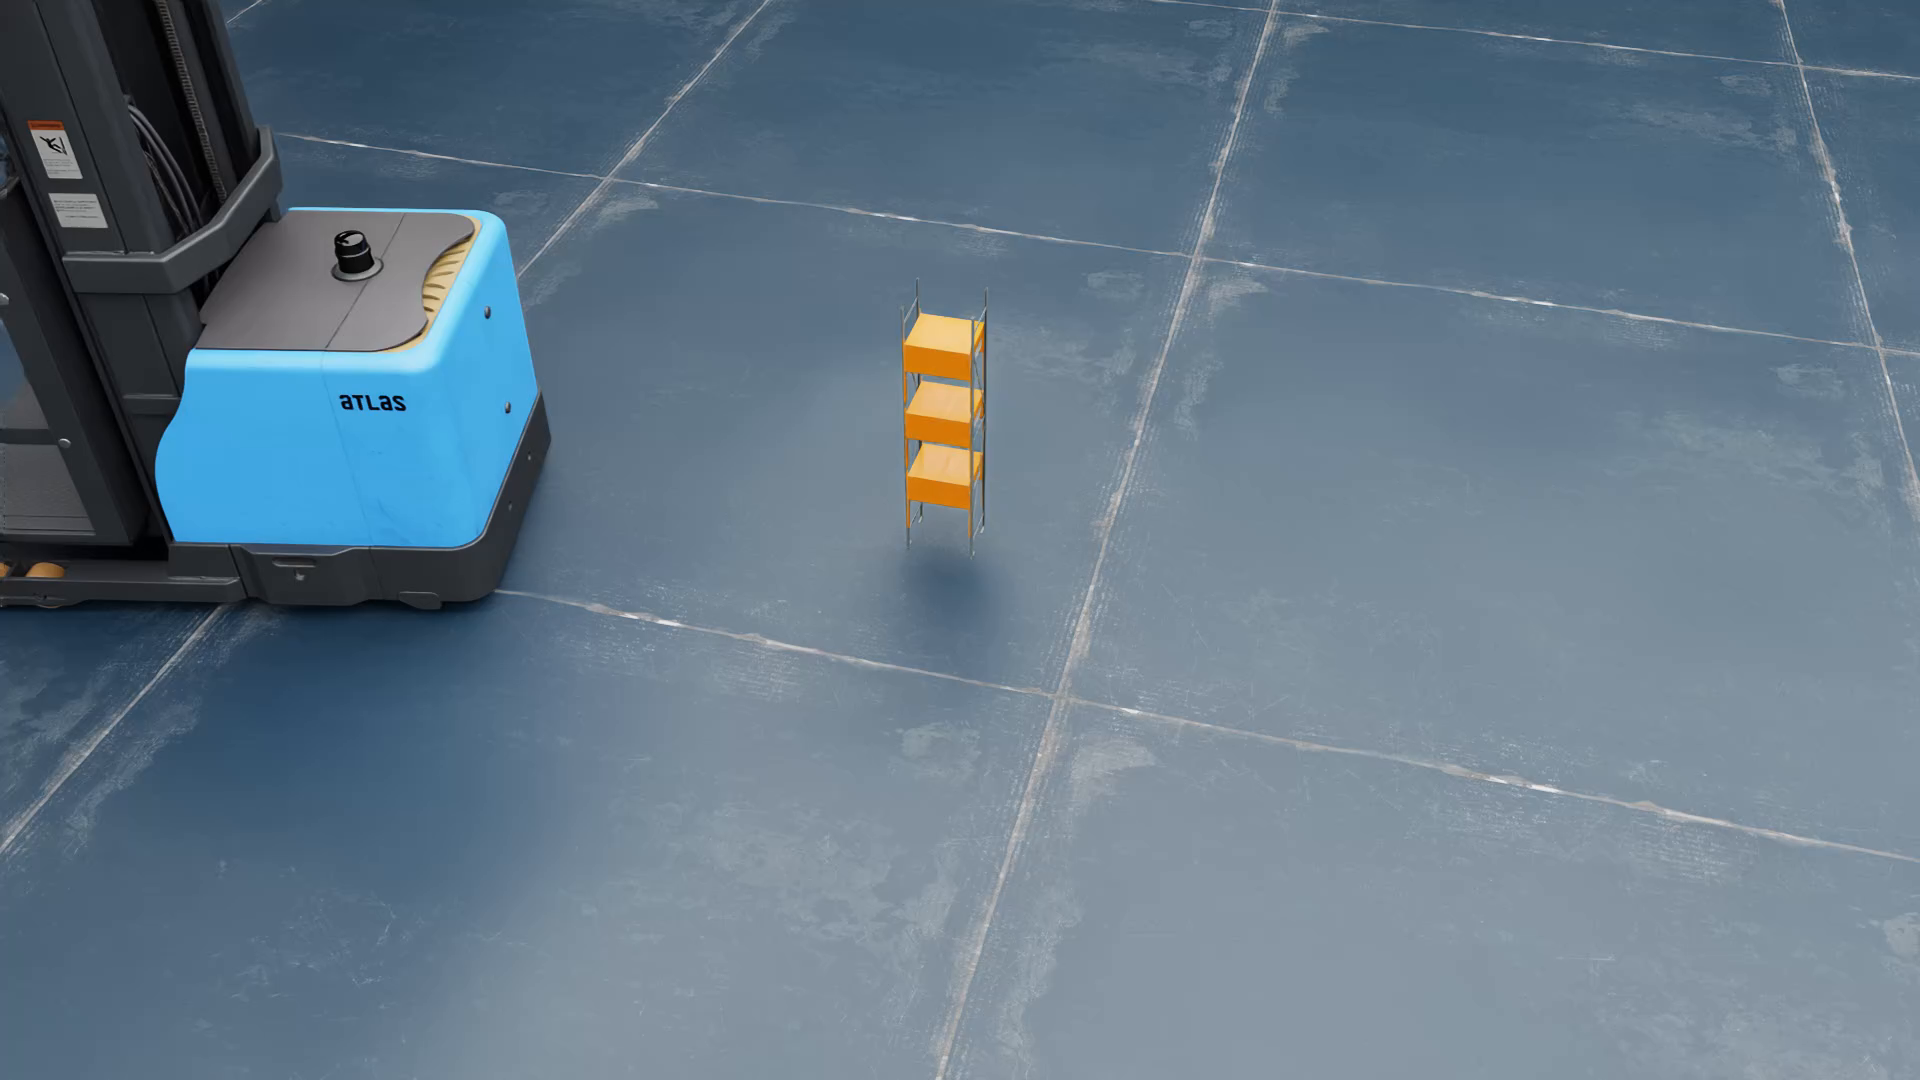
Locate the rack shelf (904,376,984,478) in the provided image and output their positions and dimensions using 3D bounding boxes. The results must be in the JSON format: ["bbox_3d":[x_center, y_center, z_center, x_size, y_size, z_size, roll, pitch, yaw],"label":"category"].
[{"bbox_3d":[-0.052,-0.403,5.930,0.240,0.259,0.215,10,41,11],"label":"rack shelf"}]

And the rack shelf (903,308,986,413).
[{"bbox_3d":[-0.052,-0.620,5.747,0.240,0.259,0.215,10,41,11],"label":"rack shelf"}]

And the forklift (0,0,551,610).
[{"bbox_3d":[-3.152,-1.217,5.420,3.031,2.935,1.130,1,40,1],"label":"forklift"}]

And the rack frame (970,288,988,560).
[{"bbox_3d":[0.066,-0.391,5.899,0.008,1.050,0.200,10,41,11],"label":"rack frame"}]

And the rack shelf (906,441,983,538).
[{"bbox_3d":[-0.052,-0.190,6.109,0.240,0.259,0.215,10,41,11],"label":"rack shelf"}]

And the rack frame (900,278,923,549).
[{"bbox_3d":[-0.170,-0.431,5.947,0.008,1.050,0.200,10,41,11],"label":"rack frame"}]

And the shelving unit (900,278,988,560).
[{"bbox_3d":[-0.052,-0.411,5.923,0.252,1.050,0.215,10,41,11],"label":"shelving unit"}]
